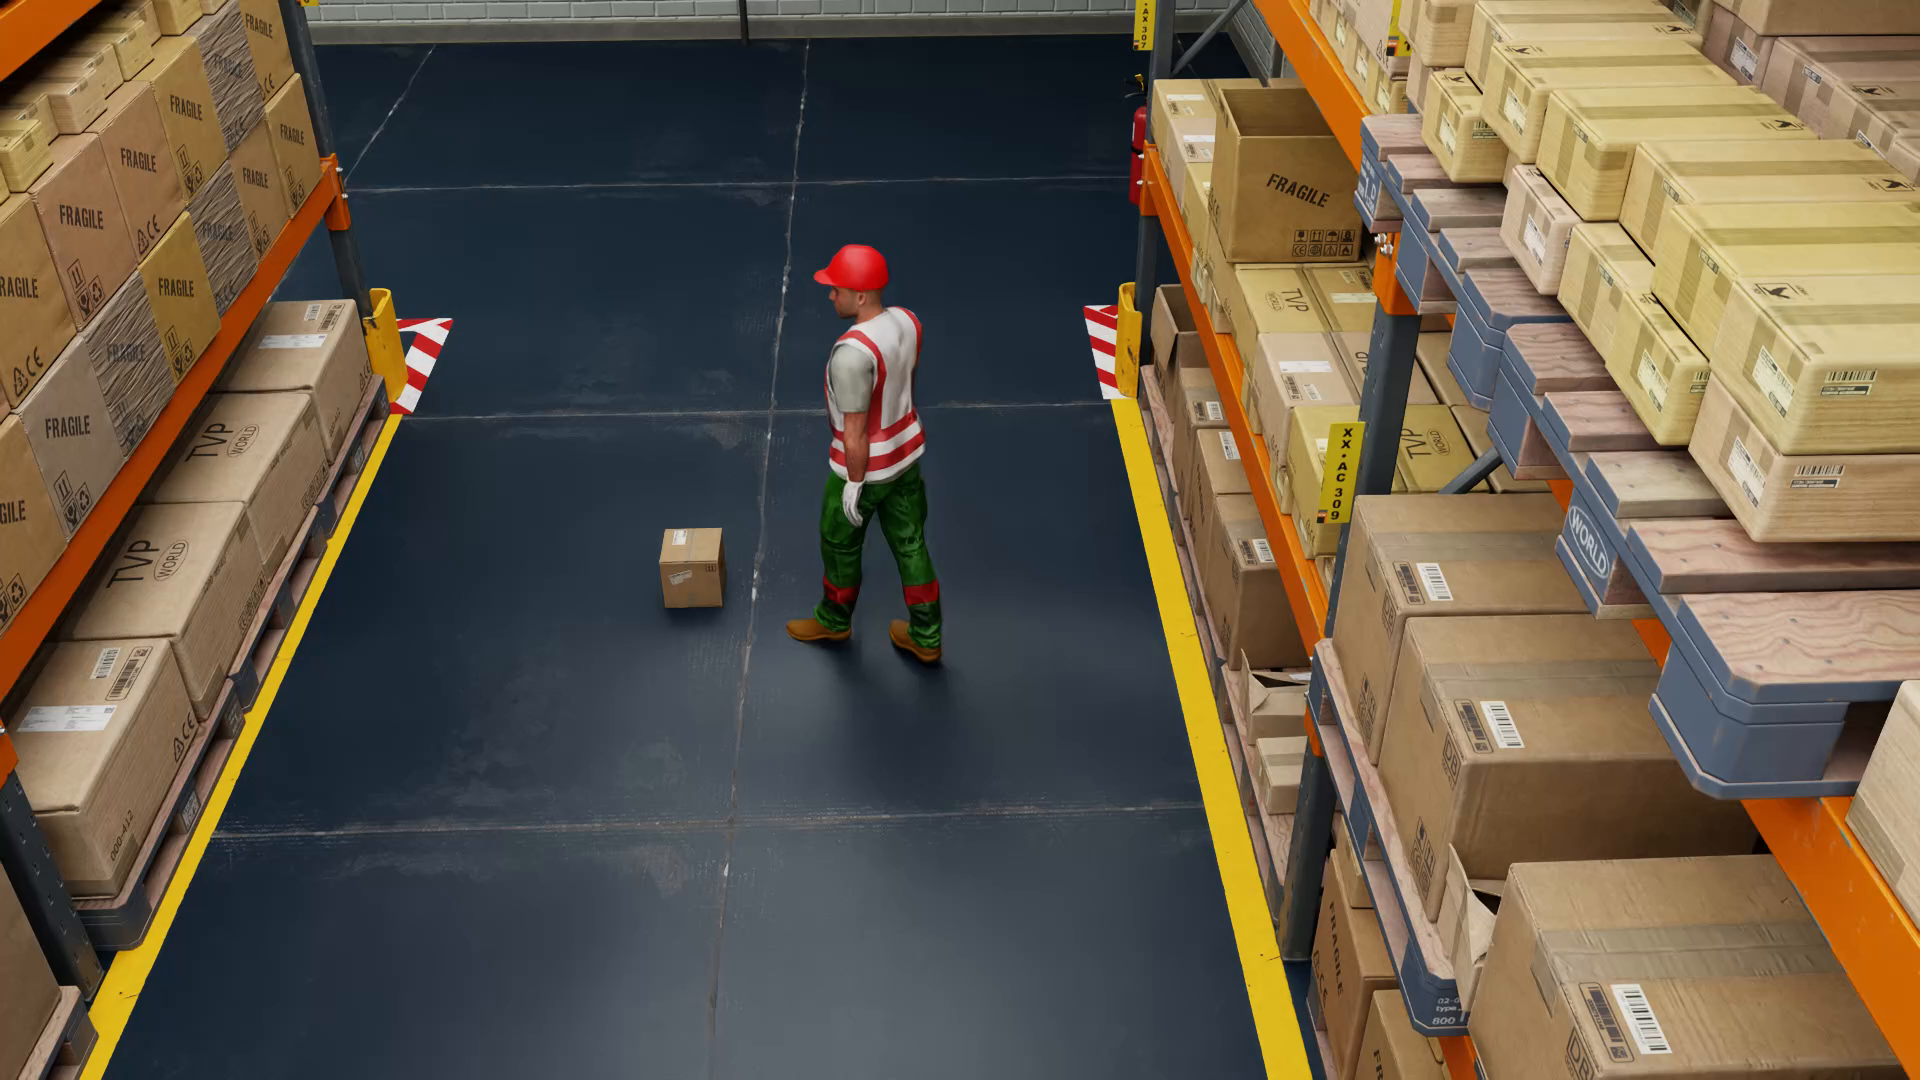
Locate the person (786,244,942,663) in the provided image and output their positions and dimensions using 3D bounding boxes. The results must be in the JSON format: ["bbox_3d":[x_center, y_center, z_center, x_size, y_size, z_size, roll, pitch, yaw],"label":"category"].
[{"bbox_3d":[-0.364,-0.315,6.570,0.689,1.800,0.557,24,41,30],"label":"person"}]
